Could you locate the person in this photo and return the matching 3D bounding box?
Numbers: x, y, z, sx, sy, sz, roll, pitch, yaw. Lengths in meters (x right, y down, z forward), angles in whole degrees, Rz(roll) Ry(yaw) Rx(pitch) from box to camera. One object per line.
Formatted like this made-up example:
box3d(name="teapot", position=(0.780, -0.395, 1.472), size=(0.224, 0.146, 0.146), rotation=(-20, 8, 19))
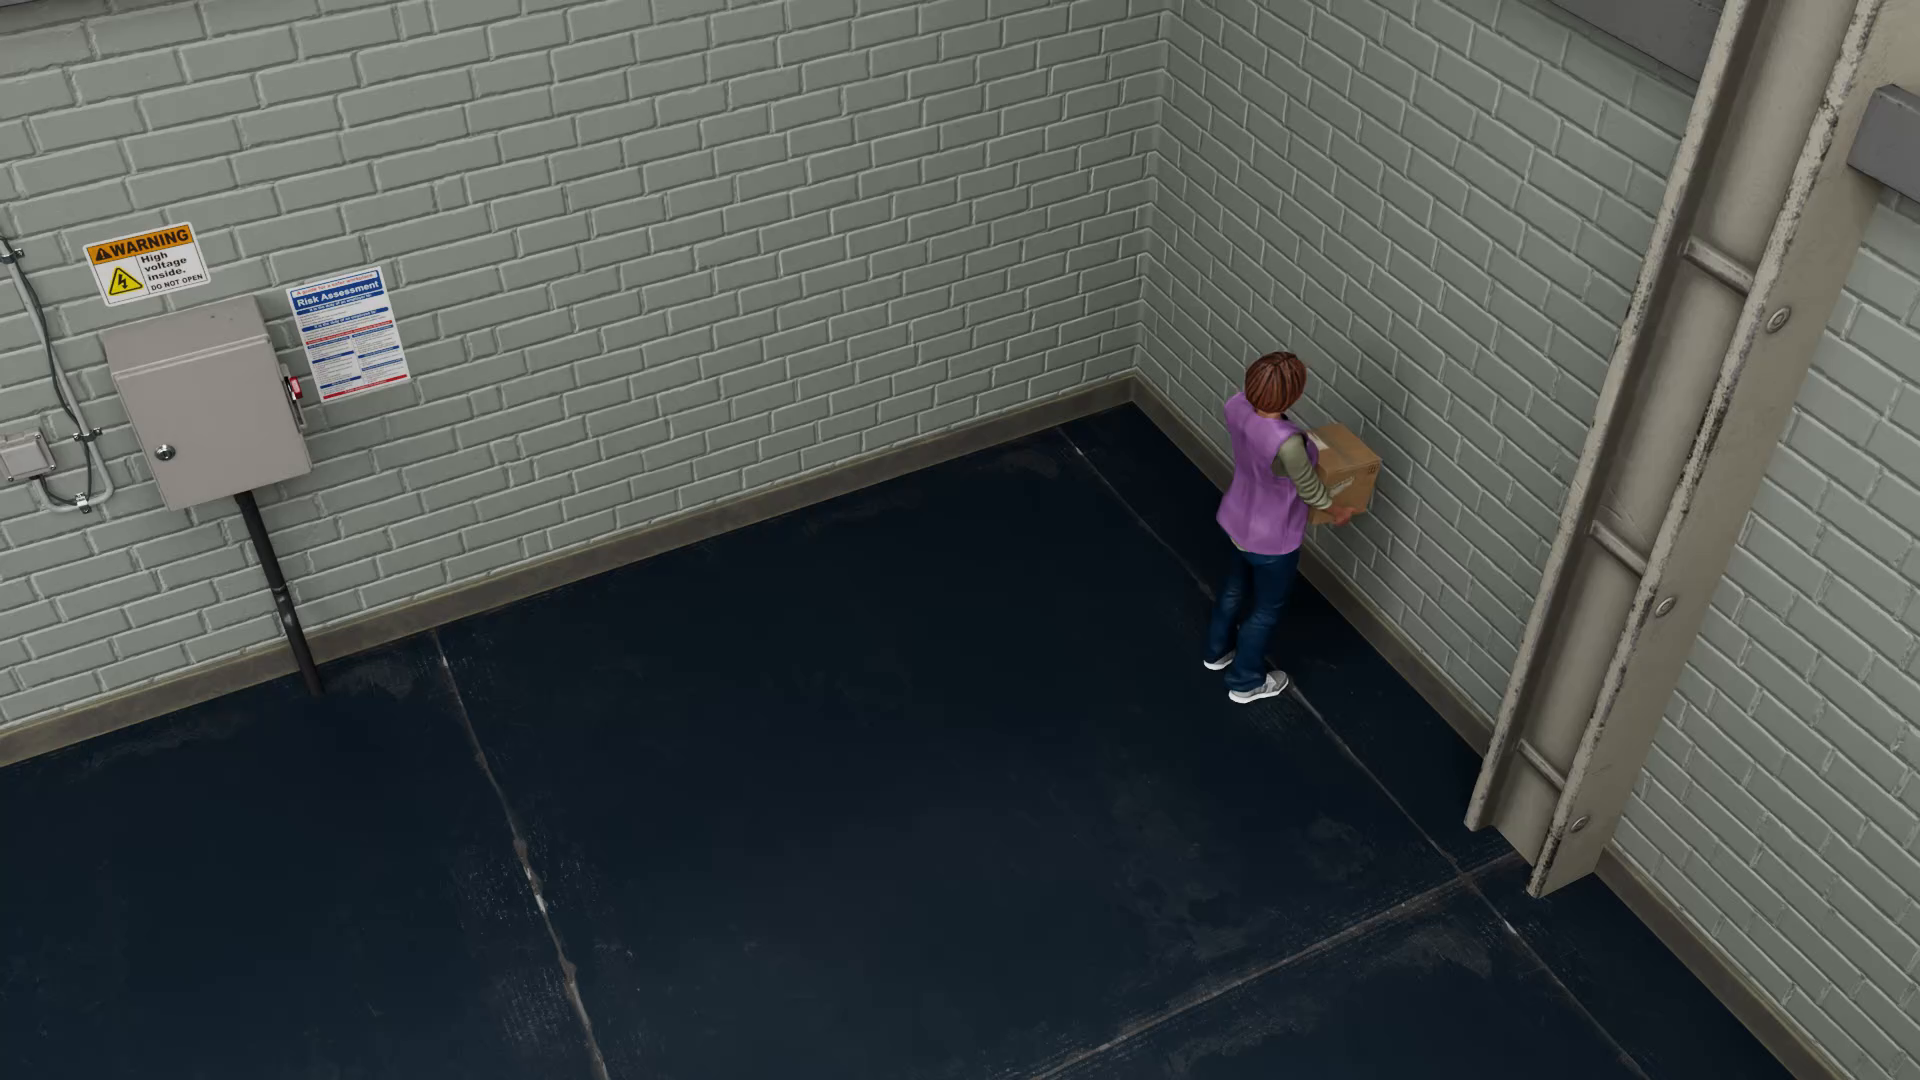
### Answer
box3d(name="person", position=(1.204, -0.067, 6.245), size=(0.490, 1.596, 0.404), rotation=(-19, 45, -20))
